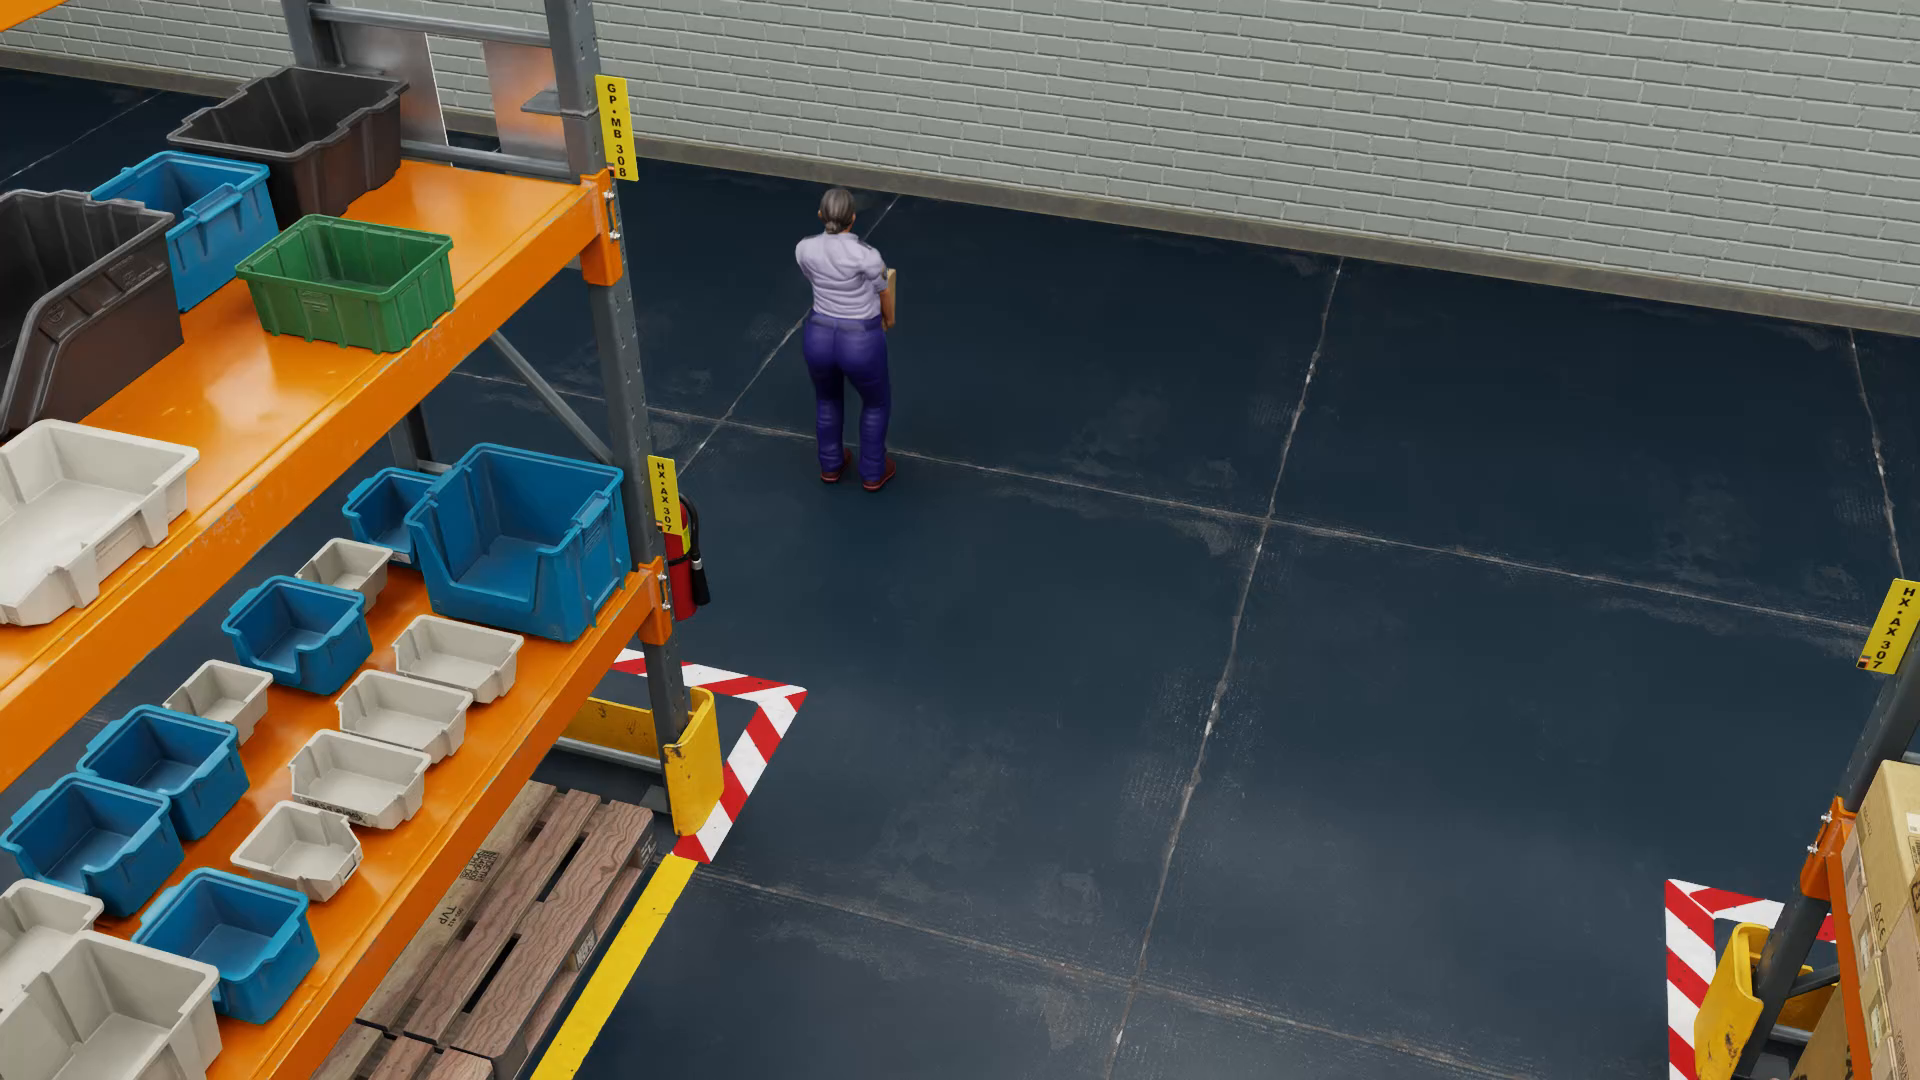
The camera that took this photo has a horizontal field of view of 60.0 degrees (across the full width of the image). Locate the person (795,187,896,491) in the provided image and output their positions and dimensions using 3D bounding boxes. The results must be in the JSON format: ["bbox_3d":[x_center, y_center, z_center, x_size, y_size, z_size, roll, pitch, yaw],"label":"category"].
[{"bbox_3d":[-0.548,-0.996,8.232,0.434,1.632,0.529,11,39,14],"label":"person"}]
